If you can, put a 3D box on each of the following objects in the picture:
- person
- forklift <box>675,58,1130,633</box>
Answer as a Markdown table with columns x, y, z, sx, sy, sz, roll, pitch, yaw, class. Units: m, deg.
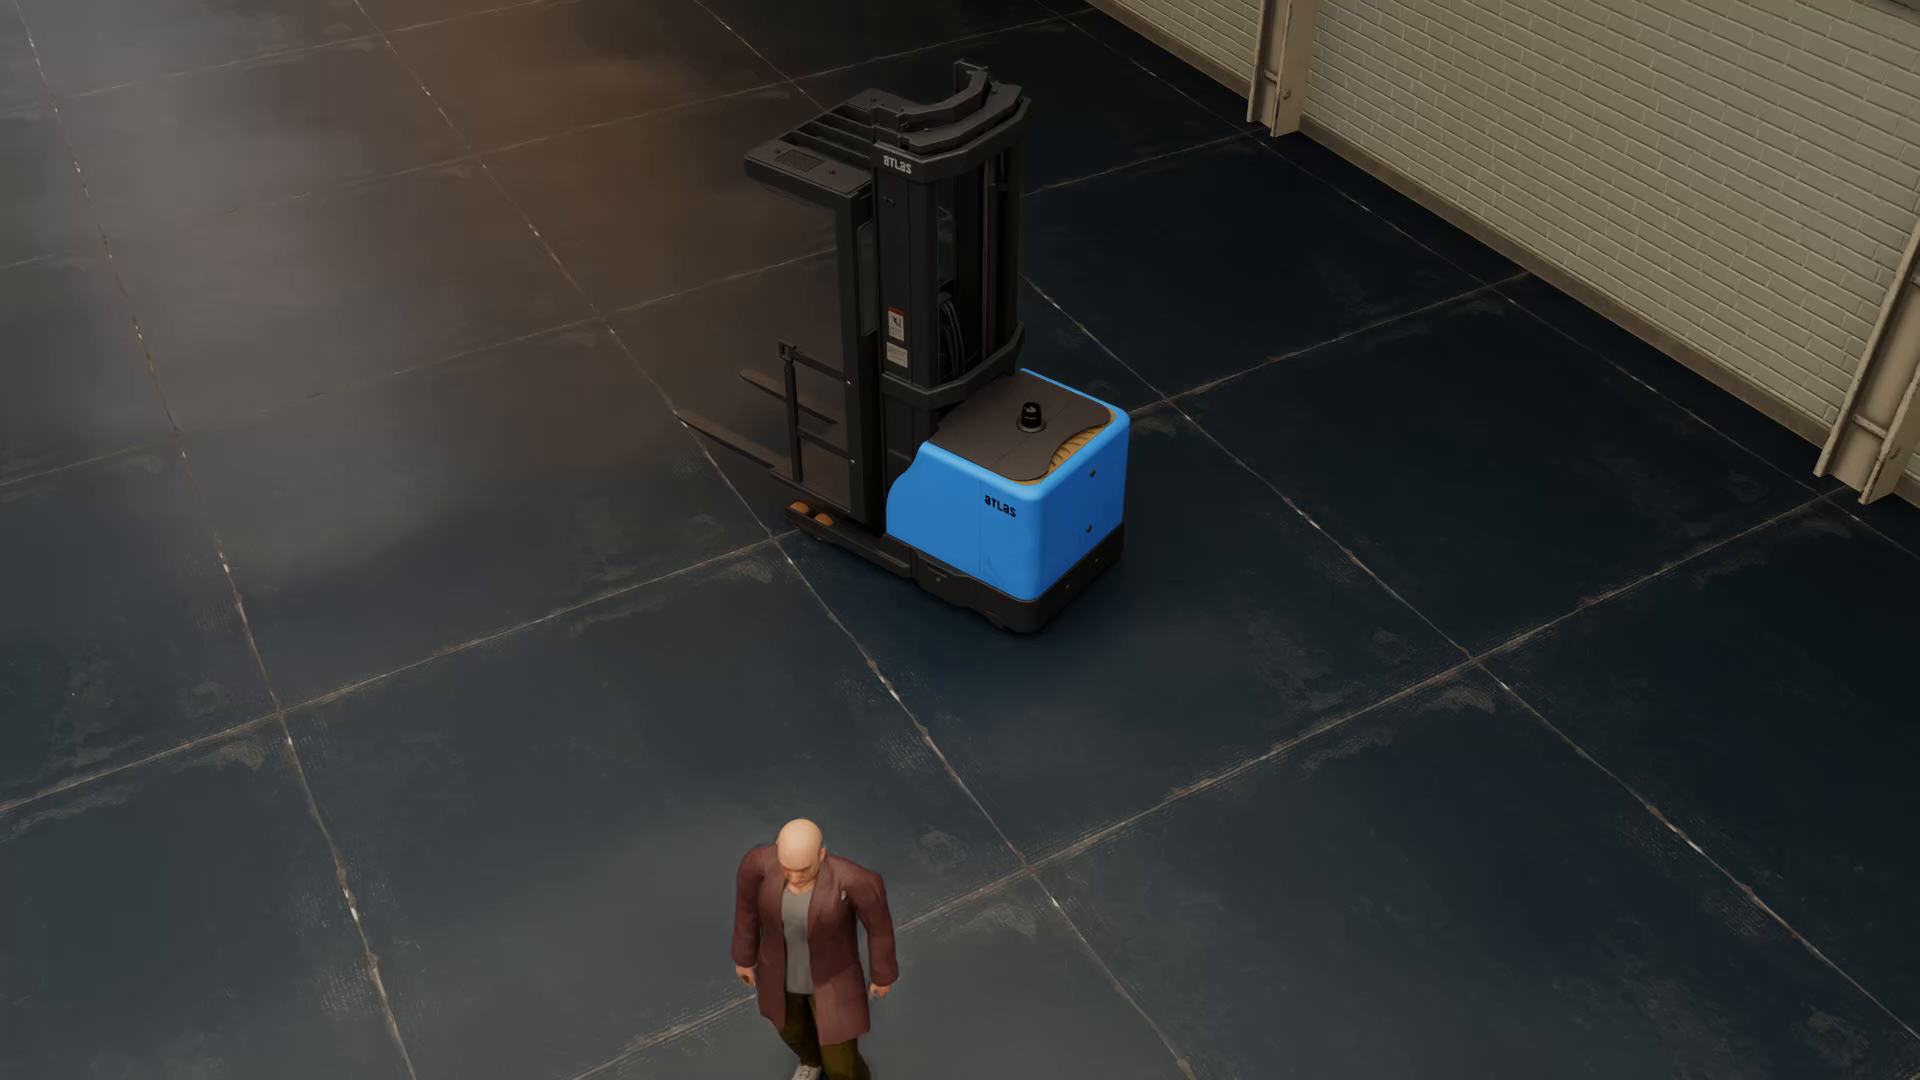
| x | y | z | sx | sy | sz | roll | pitch | yaw | class |
| --- | --- | --- | --- | --- | --- | --- | --- | --- | --- |
| -0.607 | 1.796 | 6.830 | 0.708 | 1.809 | 0.533 | 9 | 41 | 11 | person |
| -0.481 | -1.366 | 9.683 | 3.031 | 2.935 | 1.130 | 26 | 46 | 28 | forklift |
